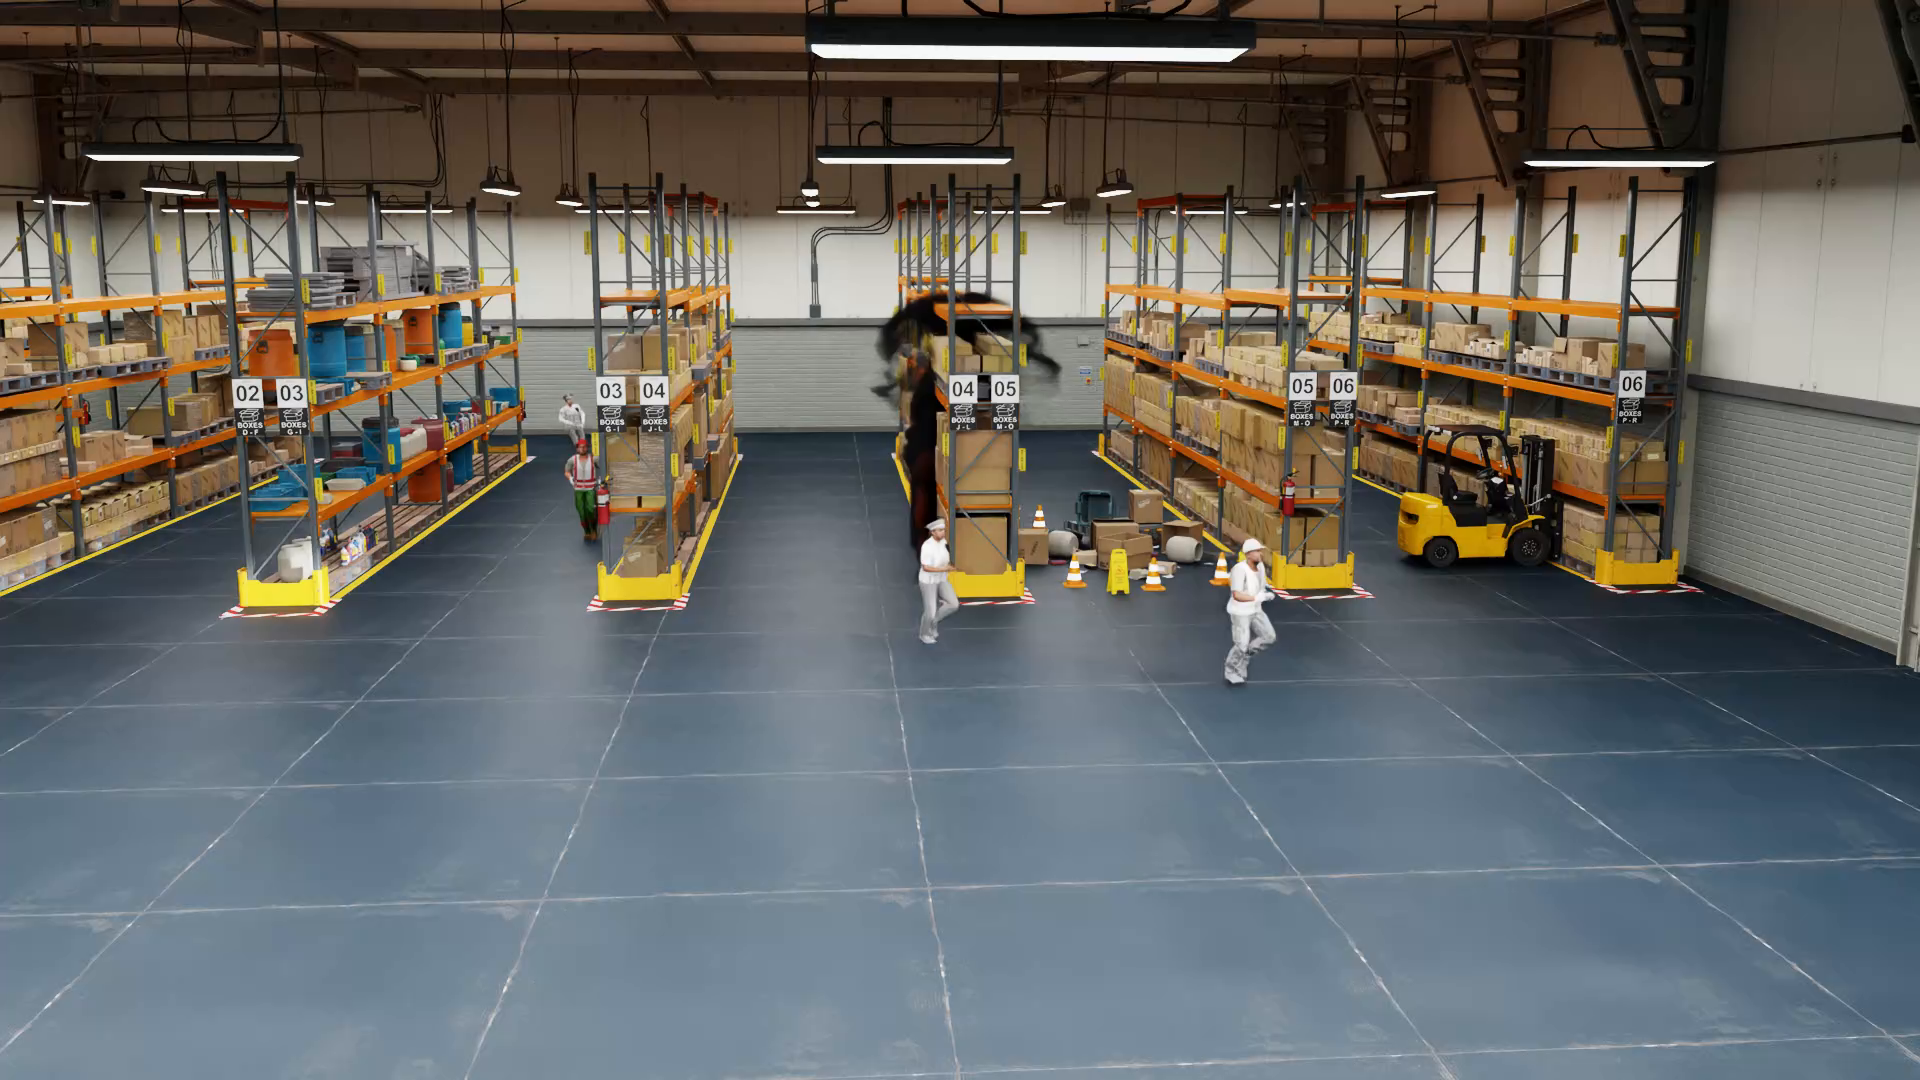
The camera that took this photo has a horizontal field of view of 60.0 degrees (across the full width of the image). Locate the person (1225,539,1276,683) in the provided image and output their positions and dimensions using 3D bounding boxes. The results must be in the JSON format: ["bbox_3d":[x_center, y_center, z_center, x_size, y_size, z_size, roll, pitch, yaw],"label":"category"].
[{"bbox_3d":[3.323,0.824,18.964,0.726,1.722,0.728,-10,14,-44],"label":"person"}]

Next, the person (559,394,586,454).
[{"bbox_3d":[-9.066,-2.635,38.993,0.647,1.612,0.523,-5,11,-27],"label":"person"}]

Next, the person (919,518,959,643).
[{"bbox_3d":[-0.273,0.521,20.955,0.712,1.644,0.611,9,13,41],"label":"person"}]

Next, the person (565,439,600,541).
[{"bbox_3d":[-6.419,-0.848,28.413,0.648,1.759,0.640,-1,10,-5],"label":"person"}]
